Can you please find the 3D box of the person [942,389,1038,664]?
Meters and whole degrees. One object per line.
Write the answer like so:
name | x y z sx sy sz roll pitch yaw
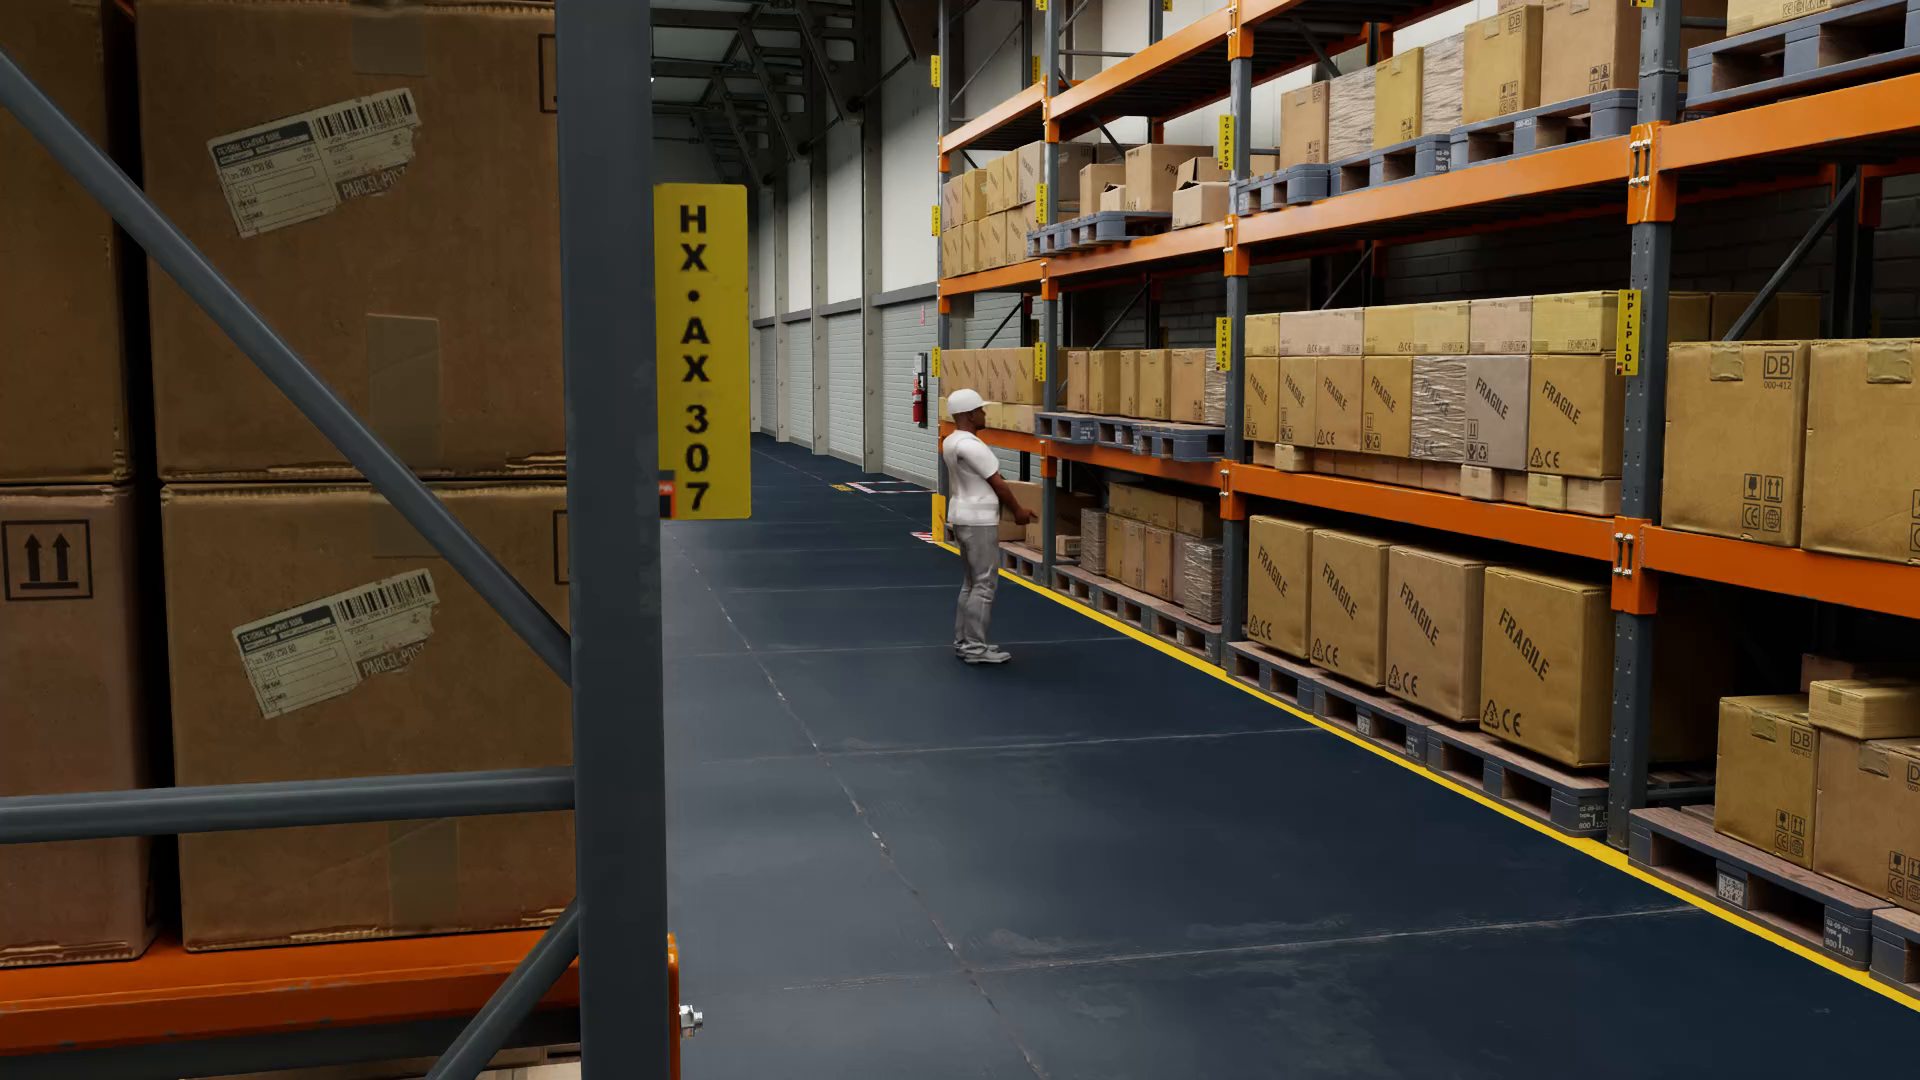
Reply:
person | 0.189 -0.097 10.797 0.577 1.758 0.503 -1 6 -13
